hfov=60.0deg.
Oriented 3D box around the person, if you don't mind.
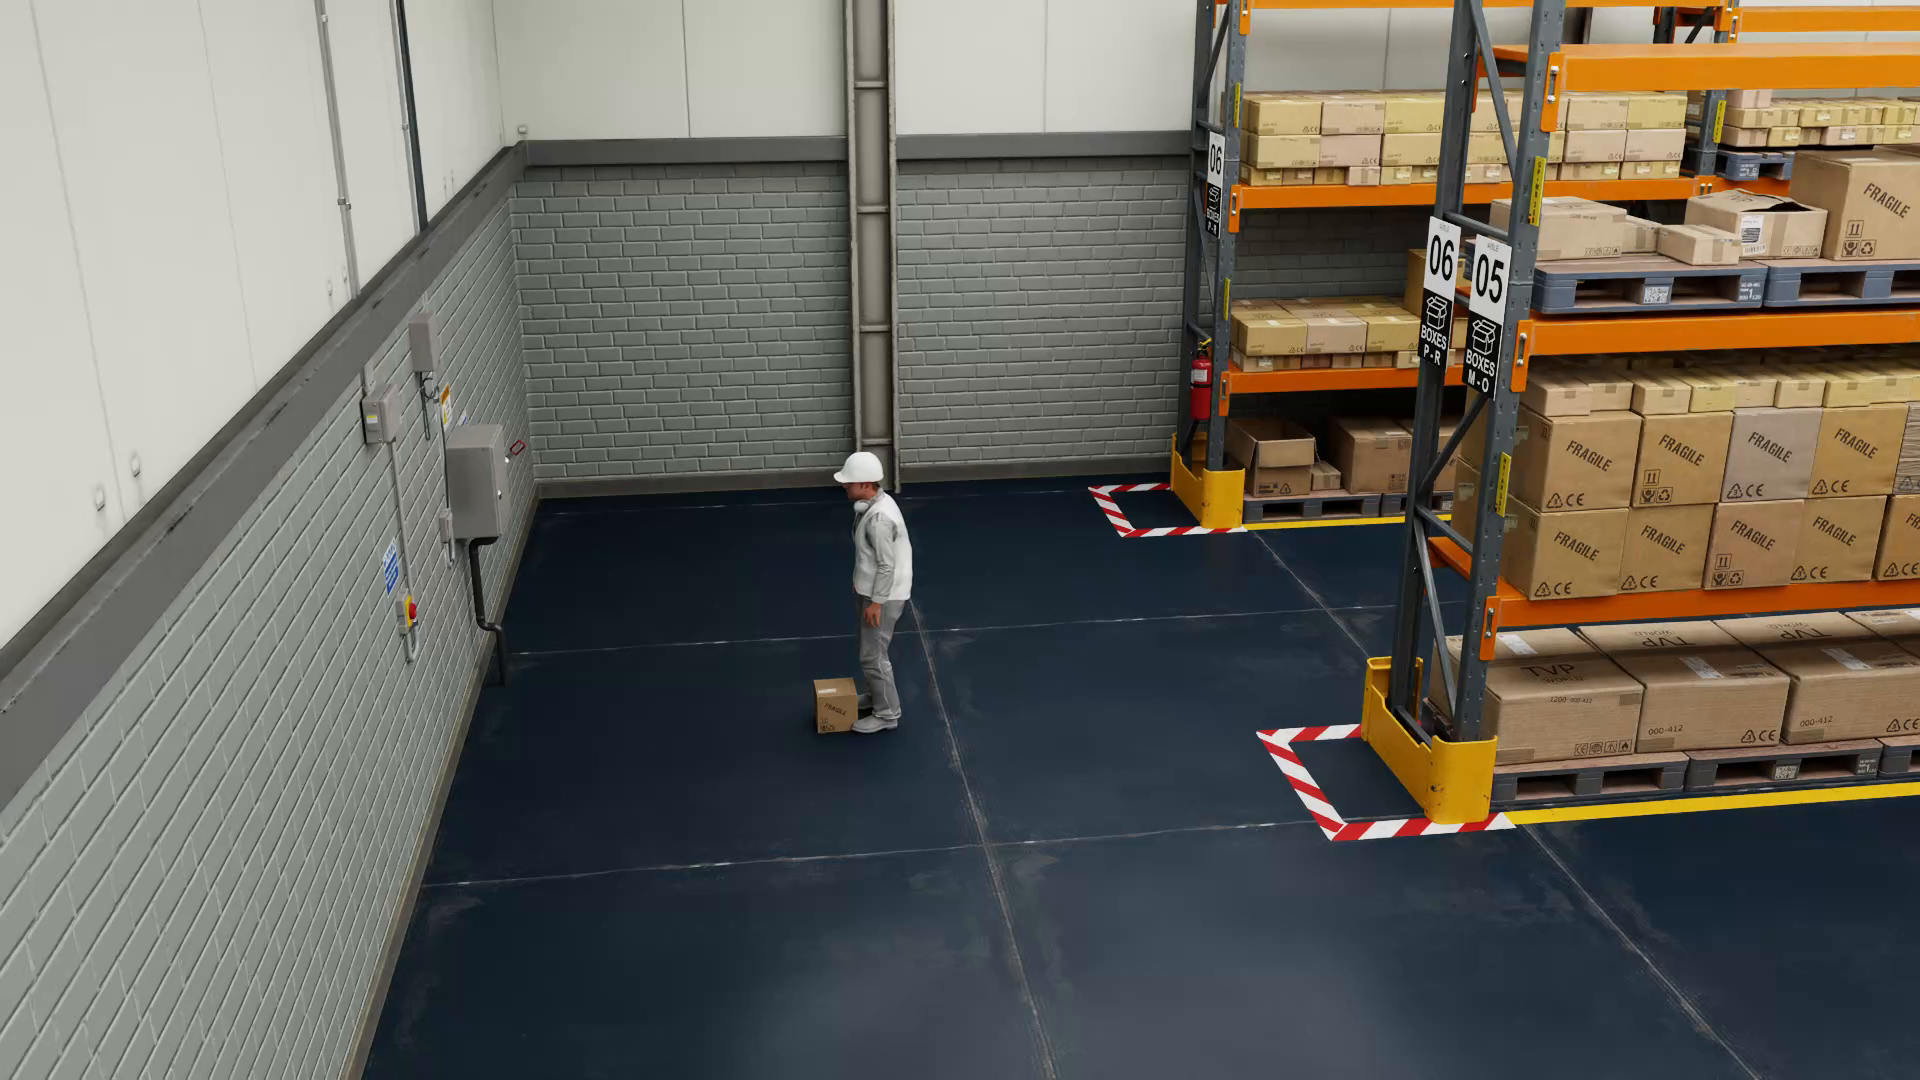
[{"bbox_3d":[-0.526,0.305,10.187,0.461,1.772,0.589,-3,20,-10],"label":"person"}]
